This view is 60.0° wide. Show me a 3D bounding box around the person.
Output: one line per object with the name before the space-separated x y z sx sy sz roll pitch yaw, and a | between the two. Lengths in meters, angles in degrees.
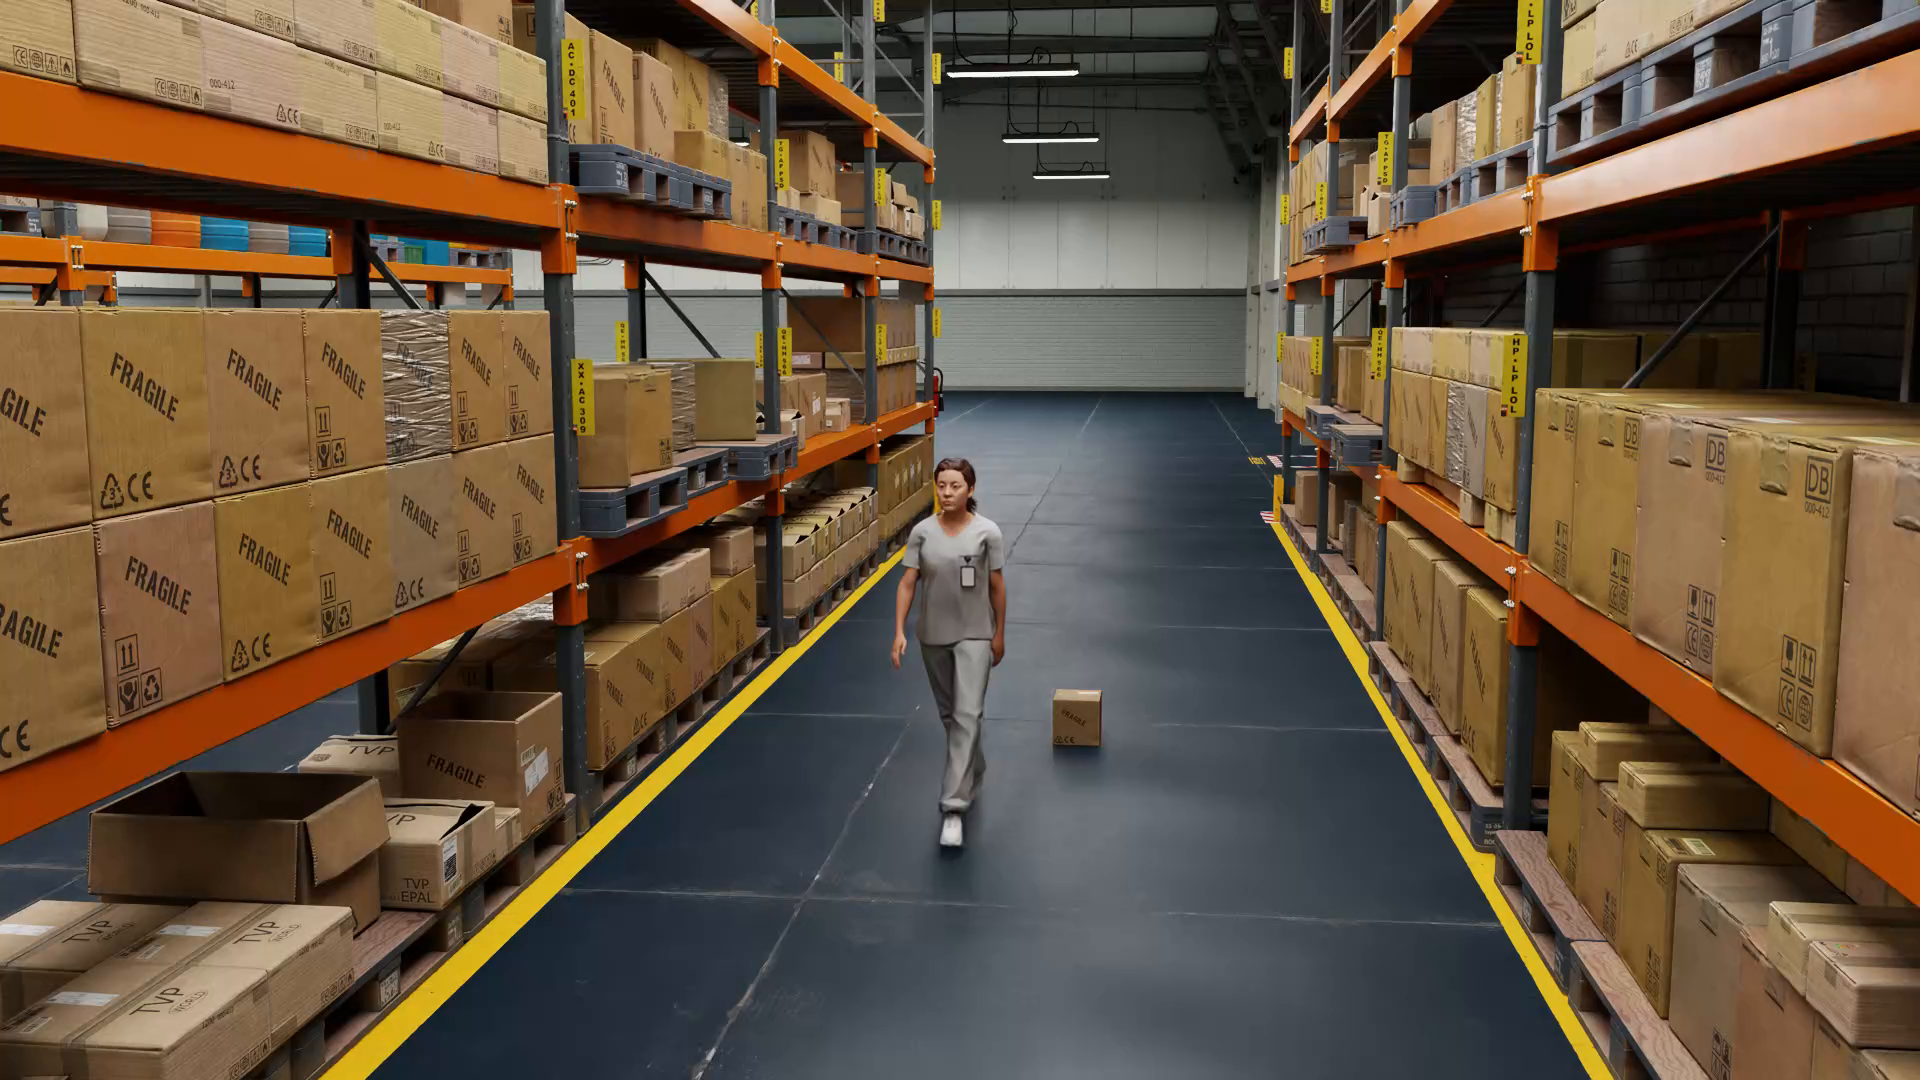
person | -0.060 0.443 7.426 0.462 1.616 0.987 2 8 15
